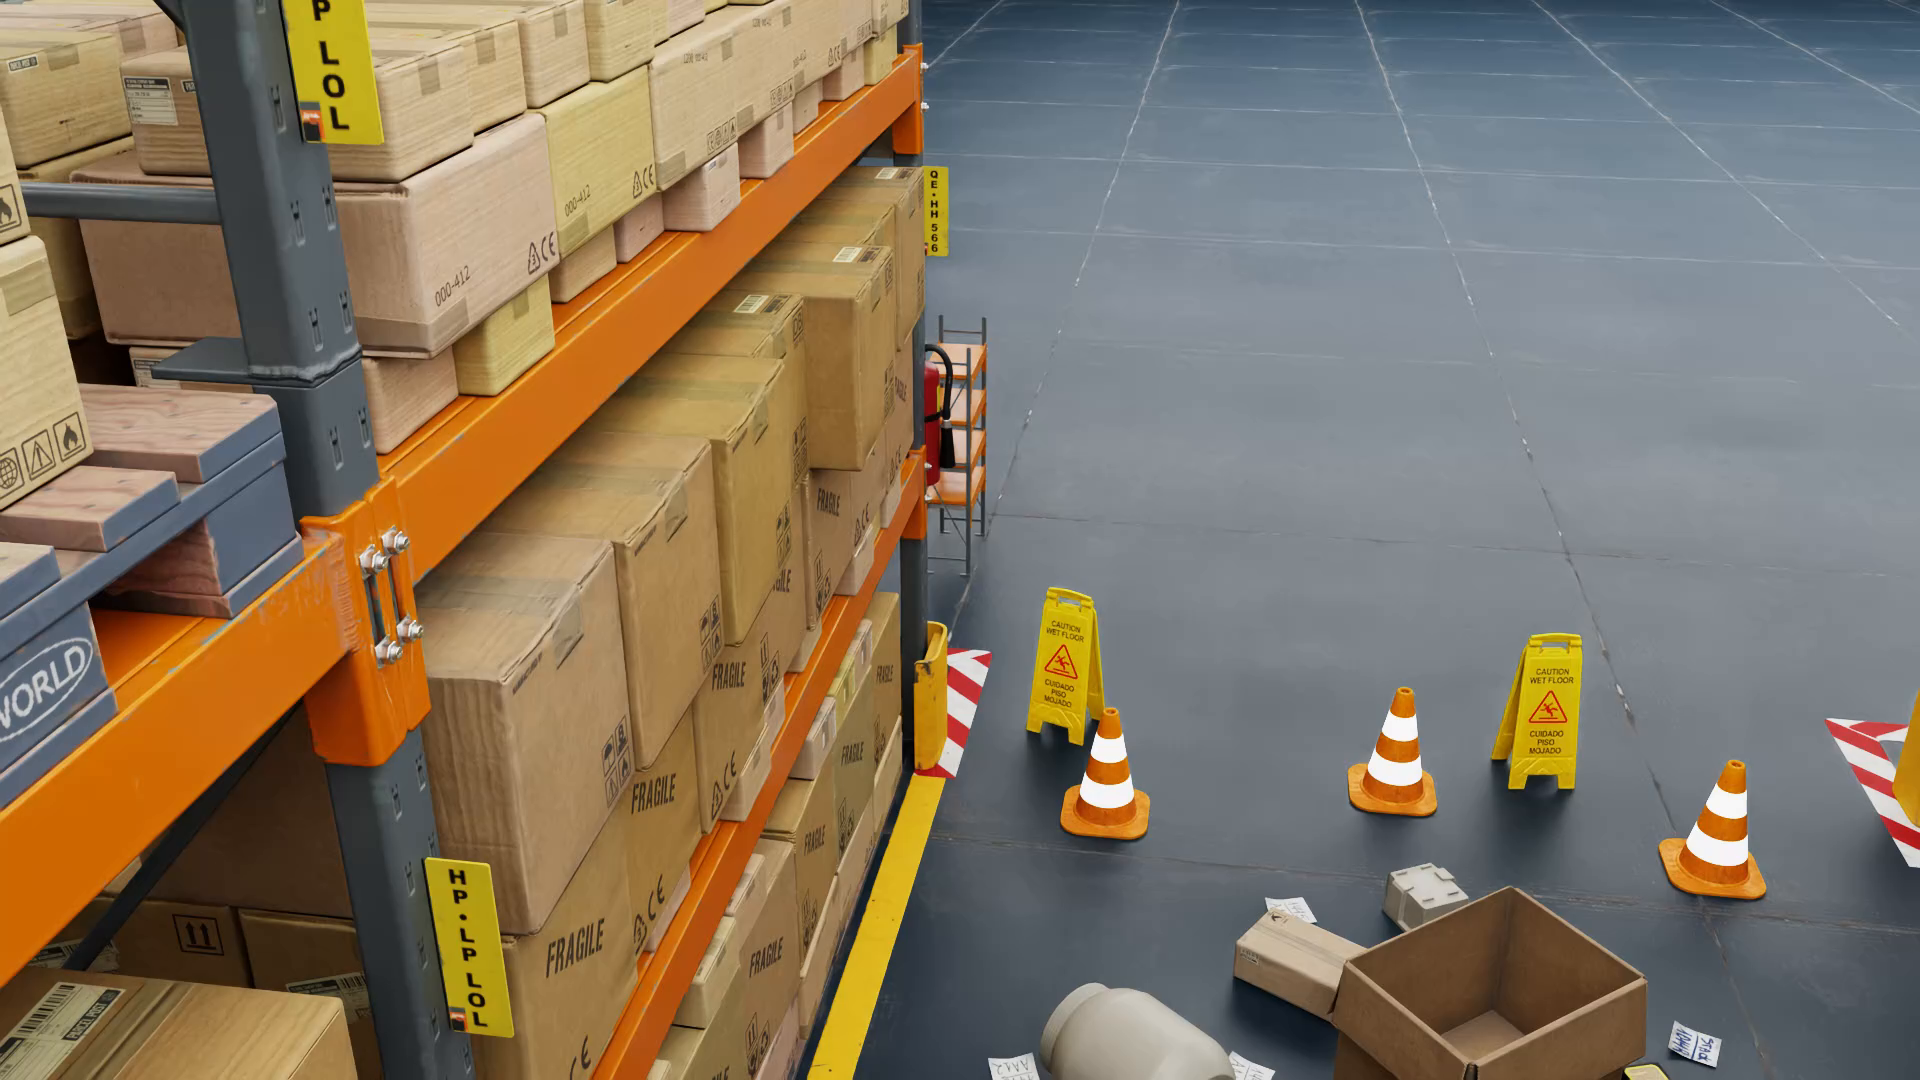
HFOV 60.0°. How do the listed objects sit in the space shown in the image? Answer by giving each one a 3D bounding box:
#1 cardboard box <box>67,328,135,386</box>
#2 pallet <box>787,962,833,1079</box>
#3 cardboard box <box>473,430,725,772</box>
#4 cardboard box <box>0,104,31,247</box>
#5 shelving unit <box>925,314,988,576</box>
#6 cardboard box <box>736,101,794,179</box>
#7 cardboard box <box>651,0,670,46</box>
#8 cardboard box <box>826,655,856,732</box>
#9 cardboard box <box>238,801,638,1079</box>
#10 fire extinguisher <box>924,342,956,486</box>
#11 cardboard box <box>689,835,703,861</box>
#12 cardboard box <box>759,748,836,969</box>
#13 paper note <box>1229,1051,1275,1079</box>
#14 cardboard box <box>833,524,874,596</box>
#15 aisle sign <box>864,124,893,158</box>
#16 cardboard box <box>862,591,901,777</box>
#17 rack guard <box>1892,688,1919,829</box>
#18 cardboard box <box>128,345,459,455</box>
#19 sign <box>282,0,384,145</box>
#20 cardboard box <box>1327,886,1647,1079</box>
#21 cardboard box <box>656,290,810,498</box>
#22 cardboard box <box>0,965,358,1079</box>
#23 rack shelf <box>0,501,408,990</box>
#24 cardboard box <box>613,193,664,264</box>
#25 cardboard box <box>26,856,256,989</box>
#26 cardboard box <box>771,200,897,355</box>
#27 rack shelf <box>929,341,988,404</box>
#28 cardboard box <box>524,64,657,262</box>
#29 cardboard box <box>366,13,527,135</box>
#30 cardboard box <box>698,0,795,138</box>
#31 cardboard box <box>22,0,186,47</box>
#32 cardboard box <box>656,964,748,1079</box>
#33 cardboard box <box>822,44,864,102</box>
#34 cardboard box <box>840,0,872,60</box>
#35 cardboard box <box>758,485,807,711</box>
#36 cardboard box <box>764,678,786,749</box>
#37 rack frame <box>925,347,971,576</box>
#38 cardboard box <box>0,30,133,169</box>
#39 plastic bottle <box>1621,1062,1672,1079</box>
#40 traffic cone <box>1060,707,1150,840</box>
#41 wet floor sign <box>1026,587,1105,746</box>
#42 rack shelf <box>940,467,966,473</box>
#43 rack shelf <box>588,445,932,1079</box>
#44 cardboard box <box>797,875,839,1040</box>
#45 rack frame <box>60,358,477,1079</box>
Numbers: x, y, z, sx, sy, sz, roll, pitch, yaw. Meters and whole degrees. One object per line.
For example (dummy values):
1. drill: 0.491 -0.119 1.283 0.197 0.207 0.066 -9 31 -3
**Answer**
1. cardboard box: -1.539 -0.290 2.589 0.380 0.149 0.250 4 25 9
2. pallet: -1.018 1.576 5.134 1.003 0.211 1.213 4 25 9
3. cardboard box: -0.899 0.094 3.362 0.700 0.500 0.500 4 25 9
4. cardboard box: -1.259 -0.348 1.508 0.500 0.250 0.500 5 25 10
5. shelving unit: -0.027 -0.474 8.348 0.258 1.200 0.503 4 25 9
6. cardboard box: -0.625 -0.995 4.096 0.380 0.149 0.250 4 25 8
7. cardboard box: -0.790 -1.043 3.256 0.380 0.149 0.250 3 25 7
8. cardboard box: -0.548 0.473 5.299 0.380 0.149 0.250 4 25 9
9. cardboard box: -0.943 0.764 3.111 0.500 0.500 0.500 4 25 8
10. fire extinguisher: -0.163 -0.545 6.468 0.296 0.674 0.183 4 25 9
11. cardboard box: -0.831 0.675 4.065 0.380 0.149 0.250 4 25 8
12. cardboard box: -0.681 0.933 5.082 0.500 0.500 0.500 3 25 7
13. paper note: 0.887 1.663 5.174 0.148 0.019 0.142 13 28 26
14. cardboard box: -0.493 0.050 5.402 0.380 0.149 0.250 4 25 9
15. aisle sign: -0.340 -1.748 5.879 0.394 0.787 0.004 4 25 9
16. cardboard box: -0.510 0.504 5.998 0.500 0.500 0.500 4 25 9
17. rack guard: 4.268 0.858 6.327 1.175 0.500 0.348 4 25 9
18. cardboard box: -0.994 -0.251 2.506 0.380 0.149 0.250 4 25 8
19. sign: -0.741 -0.626 1.936 0.100 0.325 0.005 4 25 9
20. cardboard box: 1.575 1.476 5.003 0.797 0.503 0.637 -14 29 -27
21. cardboard box: -0.794 -0.338 4.286 0.700 0.500 0.500 4 25 8
22. cardboard box: -1.139 0.947 2.224 0.500 0.500 0.500 4 25 8
23. rack shelf: -1.616 0.912 0.573 1.077 0.370 4.000 4 25 9
24. cardboard box: -0.833 -0.680 3.422 0.380 0.149 0.250 3 25 7
25. cardboard box: -1.462 0.725 3.193 0.500 0.500 0.500 3 25 7
26. cardboard box: -0.594 -0.758 5.182 0.700 0.500 0.500 4 25 9
27. rack shelf: -0.027 -0.830 8.181 0.258 0.148 0.480 4 25 9
28. cardboard box: -0.872 -0.698 2.991 0.500 0.250 0.500 4 25 8
29. cardboard box: -0.902 -0.717 2.562 0.380 0.149 0.250 5 26 10
30. cardboard box: -0.697 -1.118 3.889 0.500 0.250 0.500 4 25 9
31. cardboard box: -1.356 -0.862 2.871 0.380 0.149 0.250 5 25 10
32. cardboard box: -0.851 1.371 4.146 0.500 0.500 0.500 5 26 11
33. cardboard box: -0.504 -1.426 5.015 0.380 0.149 0.250 5 26 10
34. cardboard box: -0.550 -1.548 4.806 0.500 0.250 0.500 4 25 8
35. cardboard box: -0.726 0.130 4.465 0.500 0.500 0.500 4 25 9
36. cardboard box: -0.690 0.471 4.502 0.380 0.149 0.250 4 25 8
37. rack frame: -0.067 -0.372 8.130 0.240 1.200 0.015 4 25 9
38. cardboard box: -1.453 -0.645 2.408 0.380 0.149 0.250 5 25 10
39. plastic bottle: 2.128 1.705 5.035 0.133 0.061 0.283 -5 25 -10
40. traffic cone: 0.566 0.854 6.381 0.336 0.463 0.334 4 25 9
41. wet floor sign: 0.451 0.496 6.928 0.267 0.644 0.232 13 28 26
42. rack shelf: -0.027 -0.439 8.364 0.199 0.029 0.442 4 25 9
43. rack shelf: -0.963 0.598 4.783 1.077 0.370 4.000 4 25 9
44. cardboard box: -0.675 1.283 5.220 0.500 0.250 0.500 3 25 7
45. rack frame: -1.290 1.108 2.844 1.000 3.000 0.127 4 25 9
